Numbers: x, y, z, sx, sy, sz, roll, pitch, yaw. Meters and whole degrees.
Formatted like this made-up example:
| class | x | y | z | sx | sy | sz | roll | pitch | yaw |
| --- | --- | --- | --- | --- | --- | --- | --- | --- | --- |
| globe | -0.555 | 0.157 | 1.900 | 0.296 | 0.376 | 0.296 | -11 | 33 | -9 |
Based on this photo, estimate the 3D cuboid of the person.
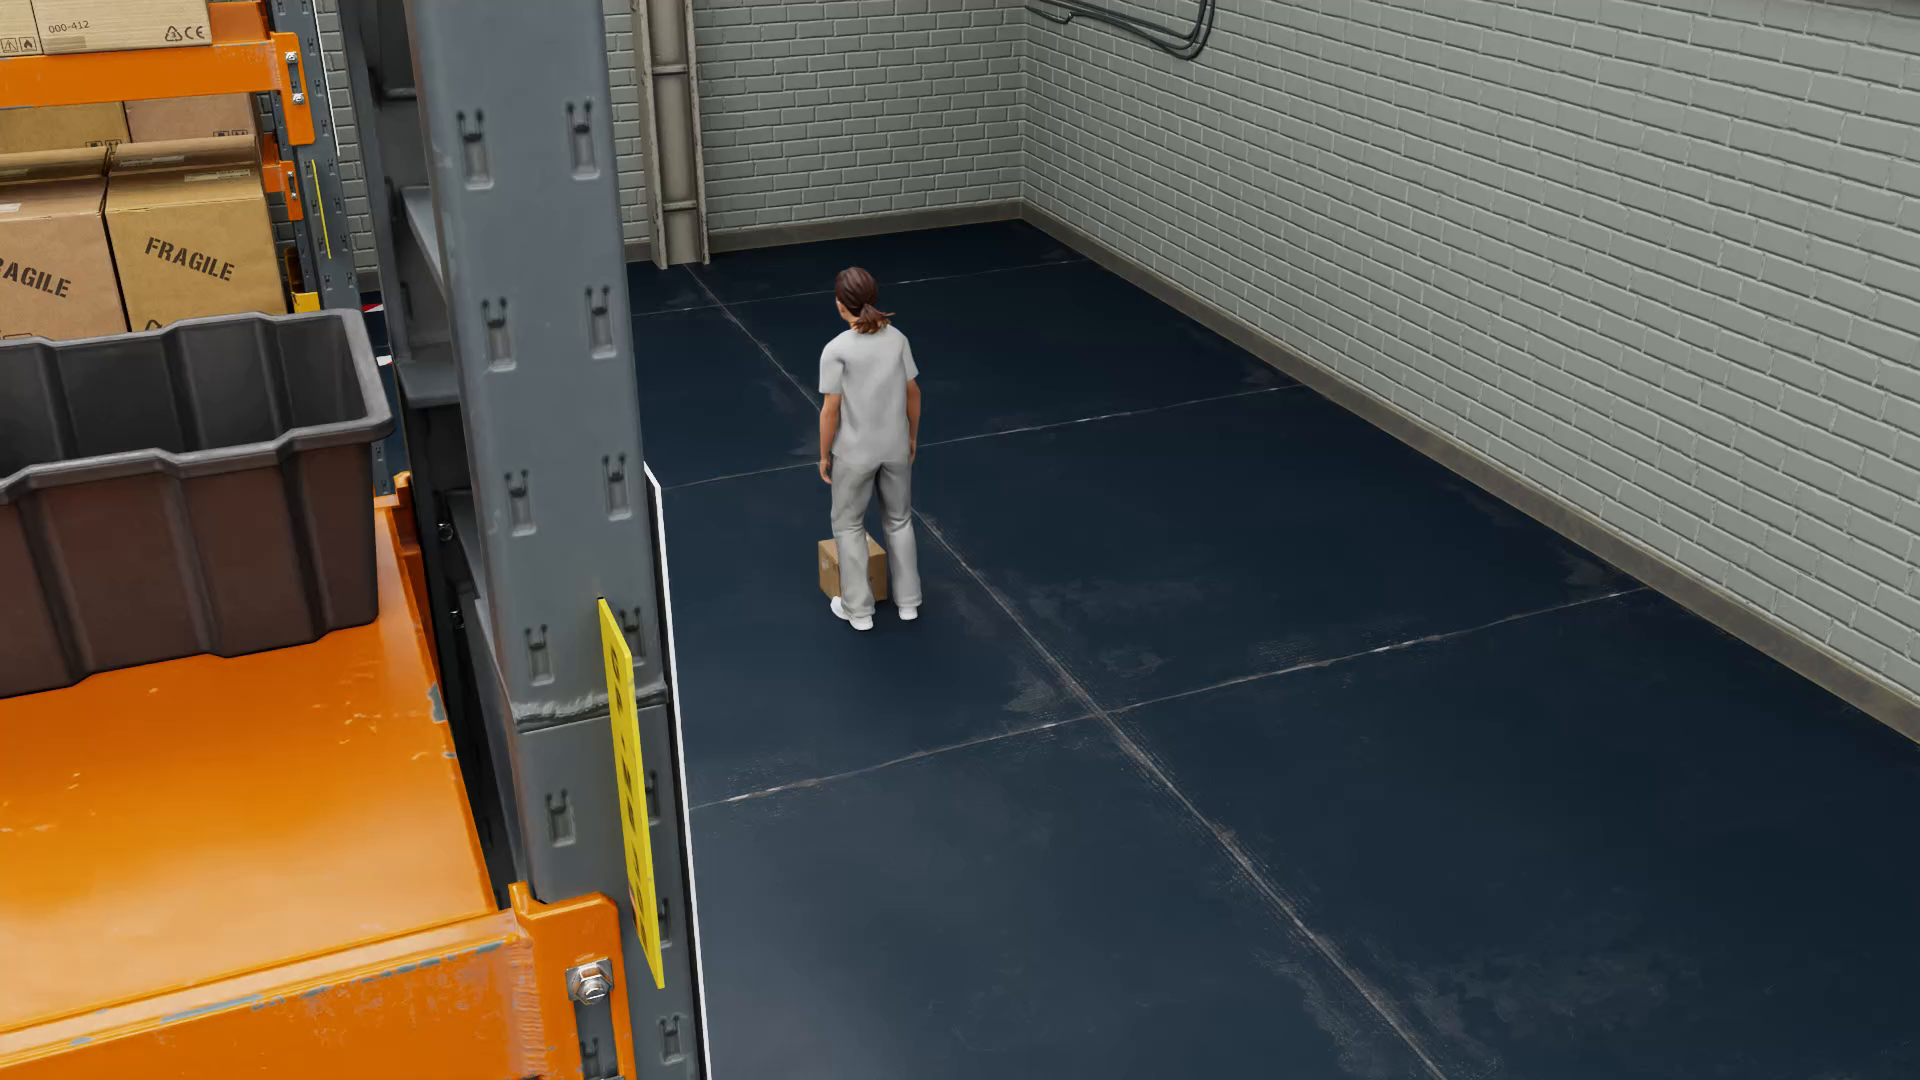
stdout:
| class | x | y | z | sx | sy | sz | roll | pitch | yaw |
| --- | --- | --- | --- | --- | --- | --- | --- | --- | --- |
| person | -0.401 | -0.395 | 7.424 | 0.499 | 1.671 | 0.362 | -12 | 28 | -23 |
